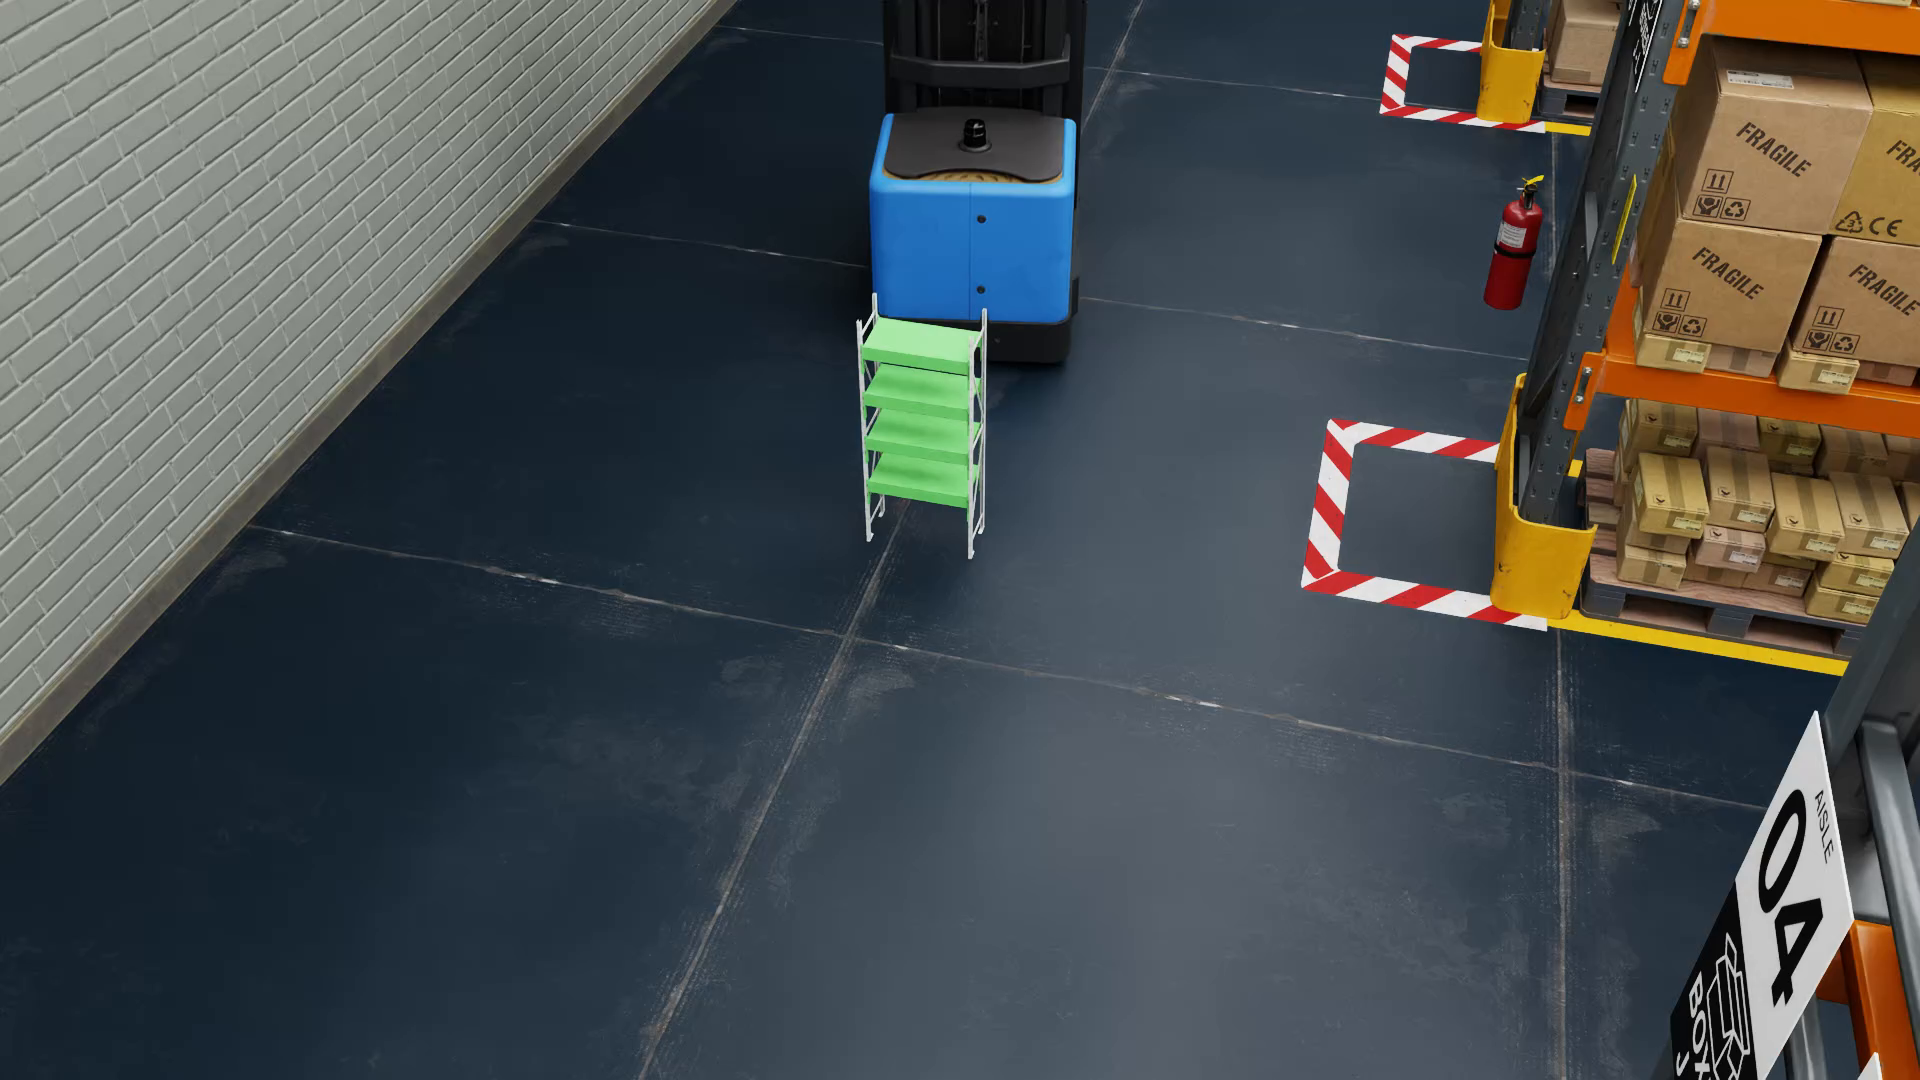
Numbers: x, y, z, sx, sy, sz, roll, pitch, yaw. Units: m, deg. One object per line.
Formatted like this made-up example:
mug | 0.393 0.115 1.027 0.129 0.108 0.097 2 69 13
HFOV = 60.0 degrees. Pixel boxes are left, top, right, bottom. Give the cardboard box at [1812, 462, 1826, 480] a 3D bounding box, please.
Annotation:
cardboard box | 3.917 -0.270 7.398 0.250 0.149 0.380 9 41 11

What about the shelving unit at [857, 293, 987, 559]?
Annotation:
shelving unit | -0.160 -0.487 7.397 0.503 1.200 0.258 10 41 11

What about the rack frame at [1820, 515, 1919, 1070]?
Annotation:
rack frame | 1.218 -0.424 1.258 0.127 3.000 1.000 10 41 11

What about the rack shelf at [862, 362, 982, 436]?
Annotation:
rack shelf | -0.160 -0.622 7.284 0.480 0.148 0.258 10 41 11

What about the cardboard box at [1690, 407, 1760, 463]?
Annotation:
cardboard box | 3.402 -0.481 7.418 0.250 0.149 0.380 11 41 12

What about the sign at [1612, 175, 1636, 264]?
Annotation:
sign | 2.457 -1.186 6.157 0.005 0.325 0.100 10 41 11

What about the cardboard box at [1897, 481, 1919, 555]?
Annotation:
cardboard box | 4.050 -0.056 6.912 0.250 0.149 0.380 11 41 13

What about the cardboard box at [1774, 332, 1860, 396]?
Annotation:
cardboard box | 3.328 -0.743 6.498 0.250 0.149 0.380 9 41 10

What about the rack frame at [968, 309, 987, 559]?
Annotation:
rack frame | 0.076 -0.446 7.349 0.015 1.200 0.240 10 41 11

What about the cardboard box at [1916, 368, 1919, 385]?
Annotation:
cardboard box | 3.870 -0.725 6.476 0.250 0.149 0.380 9 41 11

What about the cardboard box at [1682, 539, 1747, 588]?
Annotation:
cardboard box | 3.295 0.018 7.287 0.250 0.149 0.380 10 41 11

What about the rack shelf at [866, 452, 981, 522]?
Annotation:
rack shelf | -0.160 -0.254 7.592 0.480 0.148 0.258 10 41 11

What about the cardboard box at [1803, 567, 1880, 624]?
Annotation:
cardboard box | 3.755 0.165 7.111 0.250 0.149 0.380 10 41 12

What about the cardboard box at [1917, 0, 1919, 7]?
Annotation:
cardboard box | 3.473 -1.959 5.535 0.500 0.250 0.500 11 41 13

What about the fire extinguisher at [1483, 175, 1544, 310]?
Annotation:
fire extinguisher | 2.474 -1.348 7.373 0.183 0.674 0.296 10 41 11

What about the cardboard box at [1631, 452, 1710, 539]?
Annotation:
cardboard box | 3.016 -0.190 7.072 0.250 0.149 0.380 8 41 9

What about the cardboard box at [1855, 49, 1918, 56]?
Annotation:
cardboard box | 3.593 -1.721 6.380 0.500 0.500 0.500 8 41 10

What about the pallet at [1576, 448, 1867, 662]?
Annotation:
pallet | 3.447 0.046 7.531 1.213 0.211 1.003 10 41 11

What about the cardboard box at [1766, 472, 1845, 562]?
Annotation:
cardboard box | 3.524 -0.098 6.962 0.250 0.149 0.380 10 41 11

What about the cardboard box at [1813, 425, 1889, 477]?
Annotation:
cardboard box | 3.919 -0.434 7.362 0.250 0.149 0.380 8 41 10

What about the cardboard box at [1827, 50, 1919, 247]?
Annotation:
cardboard box | 3.452 -1.407 6.007 0.500 0.500 0.500 11 41 13

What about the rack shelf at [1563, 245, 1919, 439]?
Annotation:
rack shelf | 4.530 -0.584 6.672 4.000 0.370 1.077 10 41 11

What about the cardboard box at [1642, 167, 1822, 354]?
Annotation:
cardboard box | 2.960 -1.098 6.416 0.500 0.500 0.500 12 41 13

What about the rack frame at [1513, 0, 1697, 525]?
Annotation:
rack frame | 2.598 -1.192 6.837 0.127 3.000 1.000 10 41 11

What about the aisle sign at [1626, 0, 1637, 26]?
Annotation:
aisle sign | 2.605 -2.386 6.237 0.004 0.787 0.394 10 41 11

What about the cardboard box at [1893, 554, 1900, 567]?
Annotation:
cardboard box | 4.047 0.033 7.037 0.250 0.149 0.380 8 41 9

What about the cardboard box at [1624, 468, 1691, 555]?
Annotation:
cardboard box | 3.037 -0.128 7.229 0.250 0.149 0.380 11 41 13

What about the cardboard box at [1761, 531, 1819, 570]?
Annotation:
cardboard box | 3.547 -0.062 7.150 0.250 0.149 0.380 10 41 12

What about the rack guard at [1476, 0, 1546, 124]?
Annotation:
rack guard | 3.756 -3.331 11.327 0.348 0.500 1.175 10 41 11

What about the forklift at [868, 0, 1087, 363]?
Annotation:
forklift | 0.147 -2.989 9.029 1.130 2.935 3.031 2 40 3

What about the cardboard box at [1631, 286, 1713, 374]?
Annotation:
cardboard box | 2.826 -0.838 6.611 0.250 0.149 0.380 9 41 11

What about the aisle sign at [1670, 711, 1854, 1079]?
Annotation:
aisle sign | 1.226 0.679 2.588 0.004 0.787 0.394 10 41 11

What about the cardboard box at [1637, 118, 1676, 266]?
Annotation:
cardboard box | 3.098 -1.429 6.810 0.500 0.500 0.500 11 41 12
